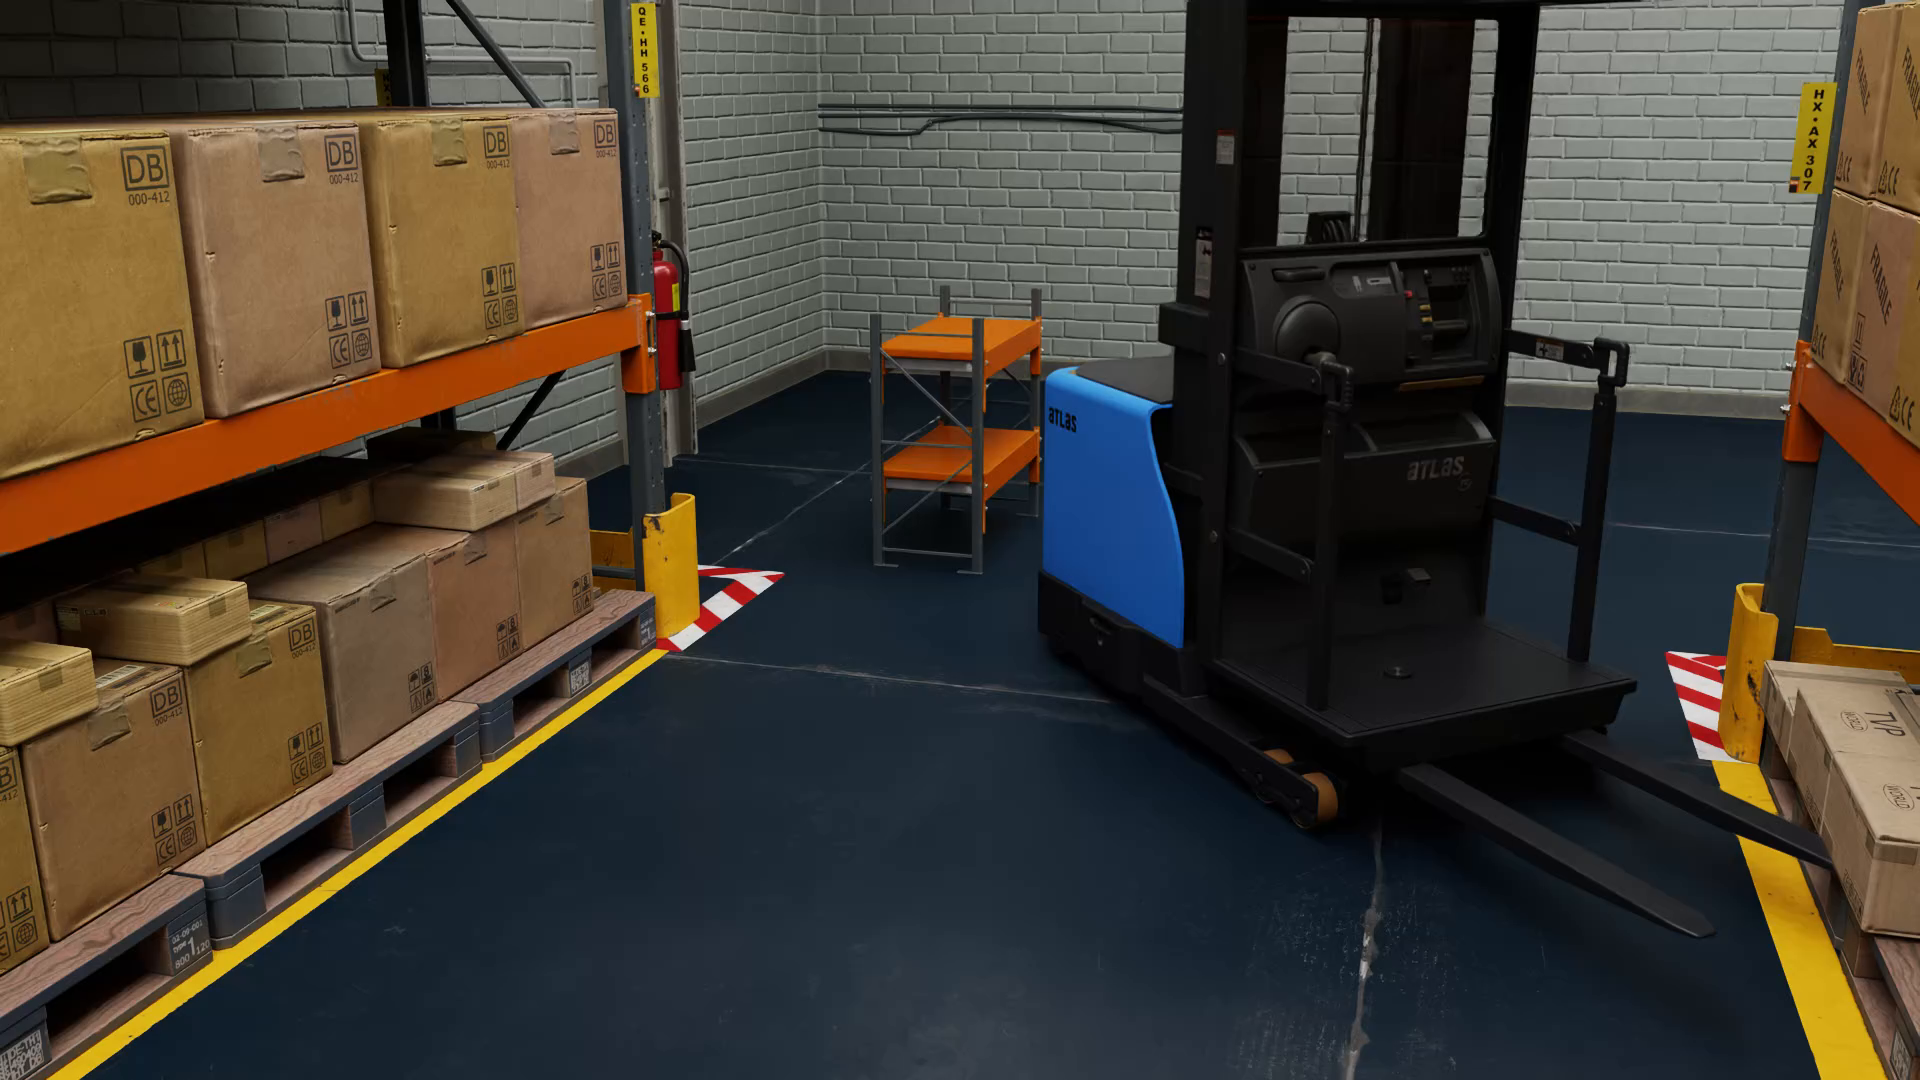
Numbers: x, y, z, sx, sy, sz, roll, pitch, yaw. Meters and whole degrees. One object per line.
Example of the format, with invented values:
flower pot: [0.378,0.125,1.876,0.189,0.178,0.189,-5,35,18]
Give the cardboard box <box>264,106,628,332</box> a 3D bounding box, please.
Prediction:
cardboard box: [-1.788,-1.147,5.826,0.980,0.700,0.700,5,17,18]

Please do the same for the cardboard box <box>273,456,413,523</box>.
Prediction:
cardboard box: [-2.055,-0.173,5.565,0.380,0.149,0.250,5,16,16]

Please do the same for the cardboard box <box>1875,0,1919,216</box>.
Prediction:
cardboard box: [2.577,-1.050,4.018,0.500,0.500,0.500,5,17,16]

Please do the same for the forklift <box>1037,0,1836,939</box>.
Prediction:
forklift: [1.367,-0.699,4.924,1.130,2.935,3.031,-7,17,-24]

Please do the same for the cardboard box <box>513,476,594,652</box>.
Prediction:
cardboard box: [-1.756,0.055,5.951,0.700,0.500,0.500,5,16,16]

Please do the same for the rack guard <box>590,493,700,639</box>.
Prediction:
rack guard: [-1.646,0.059,6.703,1.175,0.500,0.348,5,16,16]

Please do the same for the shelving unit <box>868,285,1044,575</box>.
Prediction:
shelving unit: [0.002,-0.543,7.682,0.538,1.125,1.048,5,16,16]

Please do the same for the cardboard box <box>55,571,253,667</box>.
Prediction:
cardboard box: [-2.058,0.198,4.255,0.380,0.149,0.250,4,16,14]

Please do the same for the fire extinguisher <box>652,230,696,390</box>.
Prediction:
fire extinguisher: [-1.168,-0.924,6.415,0.296,0.674,0.183,5,16,16]

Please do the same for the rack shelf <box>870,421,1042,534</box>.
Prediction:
rack shelf: [0.002,-0.308,7.749,0.538,0.278,1.000,5,16,16]

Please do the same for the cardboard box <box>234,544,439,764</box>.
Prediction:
cardboard box: [-2.040,0.317,5.025,0.700,0.500,0.500,4,16,14]

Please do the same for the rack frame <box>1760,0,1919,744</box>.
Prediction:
rack frame: [3.098,-0.754,4.989,1.000,3.000,0.127,5,16,16]

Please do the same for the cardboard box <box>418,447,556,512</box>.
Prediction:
cardboard box: [-1.618,-0.210,5.694,0.380,0.149,0.250,4,16,15]

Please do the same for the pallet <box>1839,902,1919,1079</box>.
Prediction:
pallet: [2.502,1.135,3.442,1.003,0.211,1.213,5,16,16]

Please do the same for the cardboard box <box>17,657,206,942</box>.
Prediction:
cardboard box: [-2.333,0.591,4.059,0.700,0.500,0.500,4,16,15]

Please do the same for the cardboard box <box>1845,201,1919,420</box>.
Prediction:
cardboard box: [2.577,-0.571,4.161,0.500,0.500,0.500,4,16,15]

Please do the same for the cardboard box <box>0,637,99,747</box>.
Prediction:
cardboard box: [-2.206,0.335,3.774,0.380,0.149,0.250,5,17,18]

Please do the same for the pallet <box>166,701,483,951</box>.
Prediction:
pallet: [-2.154,0.738,4.840,1.003,0.211,1.213,5,16,16]

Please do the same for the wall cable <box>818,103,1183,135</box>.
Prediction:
wall cable: [0.297,-3.981,11.065,3.097,2.526,0.112,5,16,16]

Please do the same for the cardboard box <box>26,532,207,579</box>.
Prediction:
cardboard box: [-2.343,0.092,4.629,0.380,0.149,0.250,4,16,15]

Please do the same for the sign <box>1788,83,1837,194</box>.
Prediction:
sign: [2.577,-1.212,5.019,0.100,0.325,0.005,5,16,16]

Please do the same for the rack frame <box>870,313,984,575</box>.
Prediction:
rack frame: [-0.143,-0.410,7.213,0.500,1.125,0.032,5,16,16]

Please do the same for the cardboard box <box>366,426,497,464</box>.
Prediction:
cardboard box: [-1.912,-0.306,6.032,0.380,0.149,0.250,5,17,16]

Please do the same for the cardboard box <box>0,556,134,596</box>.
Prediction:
cardboard box: [-2.416,0.160,4.391,0.380,0.149,0.250,5,17,16]

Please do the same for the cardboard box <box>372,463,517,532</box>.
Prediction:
cardboard box: [-1.690,-0.143,5.458,0.380,0.149,0.250,5,17,17]

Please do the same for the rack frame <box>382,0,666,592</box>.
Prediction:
rack frame: [-1.653,-1.137,6.340,1.000,3.000,0.127,5,16,16]

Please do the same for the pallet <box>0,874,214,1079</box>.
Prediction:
pallet: [-2.498,1.058,3.711,1.003,0.211,1.213,5,16,16]

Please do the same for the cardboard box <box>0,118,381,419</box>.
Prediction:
cardboard box: [-2.210,-0.757,4.451,0.980,0.700,0.700,4,16,13]

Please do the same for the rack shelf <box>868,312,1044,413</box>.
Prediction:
rack shelf: [0.002,-0.825,7.602,0.538,0.278,1.000,5,16,16]

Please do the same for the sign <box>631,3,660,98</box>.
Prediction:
sign: [-1.137,-1.762,5.989,0.100,0.325,0.005,5,16,16]

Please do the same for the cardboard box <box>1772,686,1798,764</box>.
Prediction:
cardboard box: [2.578,0.546,4.793,0.380,0.166,0.250,5,16,16]

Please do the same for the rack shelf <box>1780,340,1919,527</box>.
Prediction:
rack shelf: [2.529,0.116,3.243,1.077,0.370,4.000,5,16,16]

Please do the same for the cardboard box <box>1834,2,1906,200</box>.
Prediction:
cardboard box: [2.719,-1.187,4.502,0.500,0.500,0.500,5,17,18]

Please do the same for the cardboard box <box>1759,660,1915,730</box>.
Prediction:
cardboard box: [2.649,0.489,5.026,0.380,0.149,0.250,5,16,16]

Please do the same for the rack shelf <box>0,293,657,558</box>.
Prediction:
rack shelf: [-2.221,-0.267,4.594,1.077,0.370,4.000,5,16,16]

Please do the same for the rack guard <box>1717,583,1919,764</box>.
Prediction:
rack guard: [3.076,0.469,5.260,1.175,0.500,0.348,5,16,16]

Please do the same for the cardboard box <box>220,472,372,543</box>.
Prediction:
cardboard box: [-2.127,-0.108,5.334,0.380,0.149,0.250,5,17,16]

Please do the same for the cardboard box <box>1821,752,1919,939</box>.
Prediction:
cardboard box: [2.387,0.739,3.958,0.500,0.250,0.500,5,16,16]

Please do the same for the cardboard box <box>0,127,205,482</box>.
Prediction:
cardboard box: [-2.407,-0.566,3.777,0.980,0.700,0.700,4,16,14]

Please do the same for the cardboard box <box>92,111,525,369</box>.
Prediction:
cardboard box: [-1.984,-0.956,5.152,0.980,0.700,0.700,4,16,15]

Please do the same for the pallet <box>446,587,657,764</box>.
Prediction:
pallet: [-1.805,0.420,5.962,1.003,0.211,1.213,5,16,16]

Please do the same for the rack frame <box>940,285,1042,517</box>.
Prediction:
rack frame: [0.146,-0.676,8.151,0.500,1.125,0.032,5,16,16]

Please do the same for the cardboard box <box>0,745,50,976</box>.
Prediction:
cardboard box: [-2.479,0.723,3.596,0.700,0.500,0.500,5,17,17]

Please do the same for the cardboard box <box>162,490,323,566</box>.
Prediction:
cardboard box: [-2.198,-0.041,5.099,0.380,0.149,0.250,5,17,17]

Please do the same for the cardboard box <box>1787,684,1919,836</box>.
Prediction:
cardboard box: [2.529,0.609,4.419,0.500,0.250,0.500,5,16,16]

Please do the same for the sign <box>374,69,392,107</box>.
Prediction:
sign: [-2.183,-1.636,6.369,0.100,0.325,0.005,5,16,16]

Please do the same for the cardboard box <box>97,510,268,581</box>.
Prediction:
cardboard box: [-2.271,0.026,4.863,0.380,0.149,0.250,5,17,16]

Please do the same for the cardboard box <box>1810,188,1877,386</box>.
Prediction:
cardboard box: [2.719,-0.706,4.638,0.500,0.500,0.500,5,17,17]

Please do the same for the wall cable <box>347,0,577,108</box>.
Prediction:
wall cable: [-2.196,-2.034,7.641,0.084,1.984,1.851,5,16,16]

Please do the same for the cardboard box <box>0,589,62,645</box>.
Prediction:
cardboard box: [-2.488,0.226,4.158,0.380,0.149,0.250,4,16,14]

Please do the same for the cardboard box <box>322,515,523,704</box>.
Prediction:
cardboard box: [-1.898,0.186,5.489,0.700,0.500,0.500,5,16,16]

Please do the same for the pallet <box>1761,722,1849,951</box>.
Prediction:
pallet: [2.850,0.817,4.564,1.003,0.211,1.213,5,16,16]

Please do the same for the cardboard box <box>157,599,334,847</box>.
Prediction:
cardboard box: [-2.185,0.457,4.532,0.700,0.500,0.500,5,17,17]

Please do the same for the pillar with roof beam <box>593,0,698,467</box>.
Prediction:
pillar with roof beam: [2.413,-4.463,7.072,9.100,9.000,0.400,5,16,16]

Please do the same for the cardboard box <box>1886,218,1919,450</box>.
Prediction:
cardboard box: [2.432,-0.440,3.699,0.500,0.500,0.500,5,16,16]
